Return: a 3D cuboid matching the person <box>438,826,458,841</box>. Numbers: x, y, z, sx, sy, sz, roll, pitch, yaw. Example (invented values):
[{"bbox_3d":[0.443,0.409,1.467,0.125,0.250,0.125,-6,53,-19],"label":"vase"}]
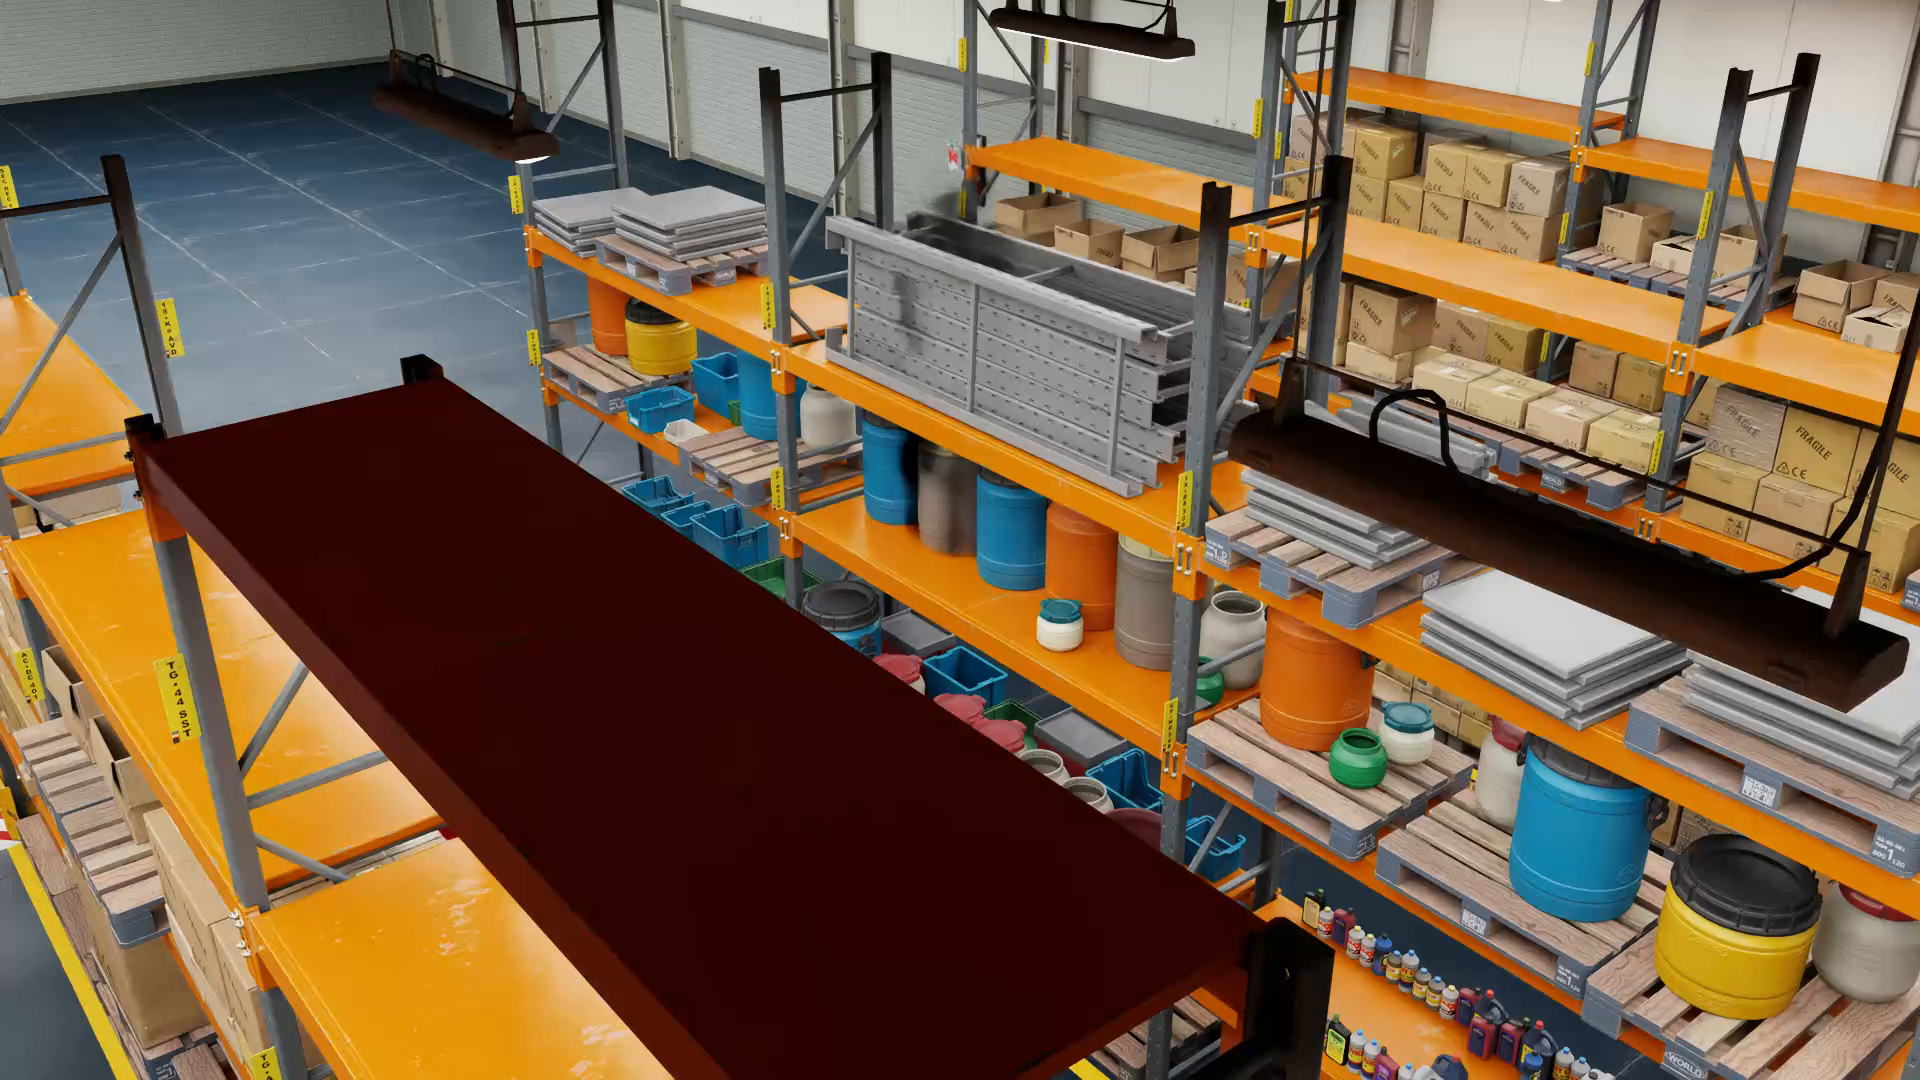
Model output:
[{"bbox_3d":[-3.446,2.199,11.133,0.673,1.762,0.882,-21,33,-36],"label":"person"}]
